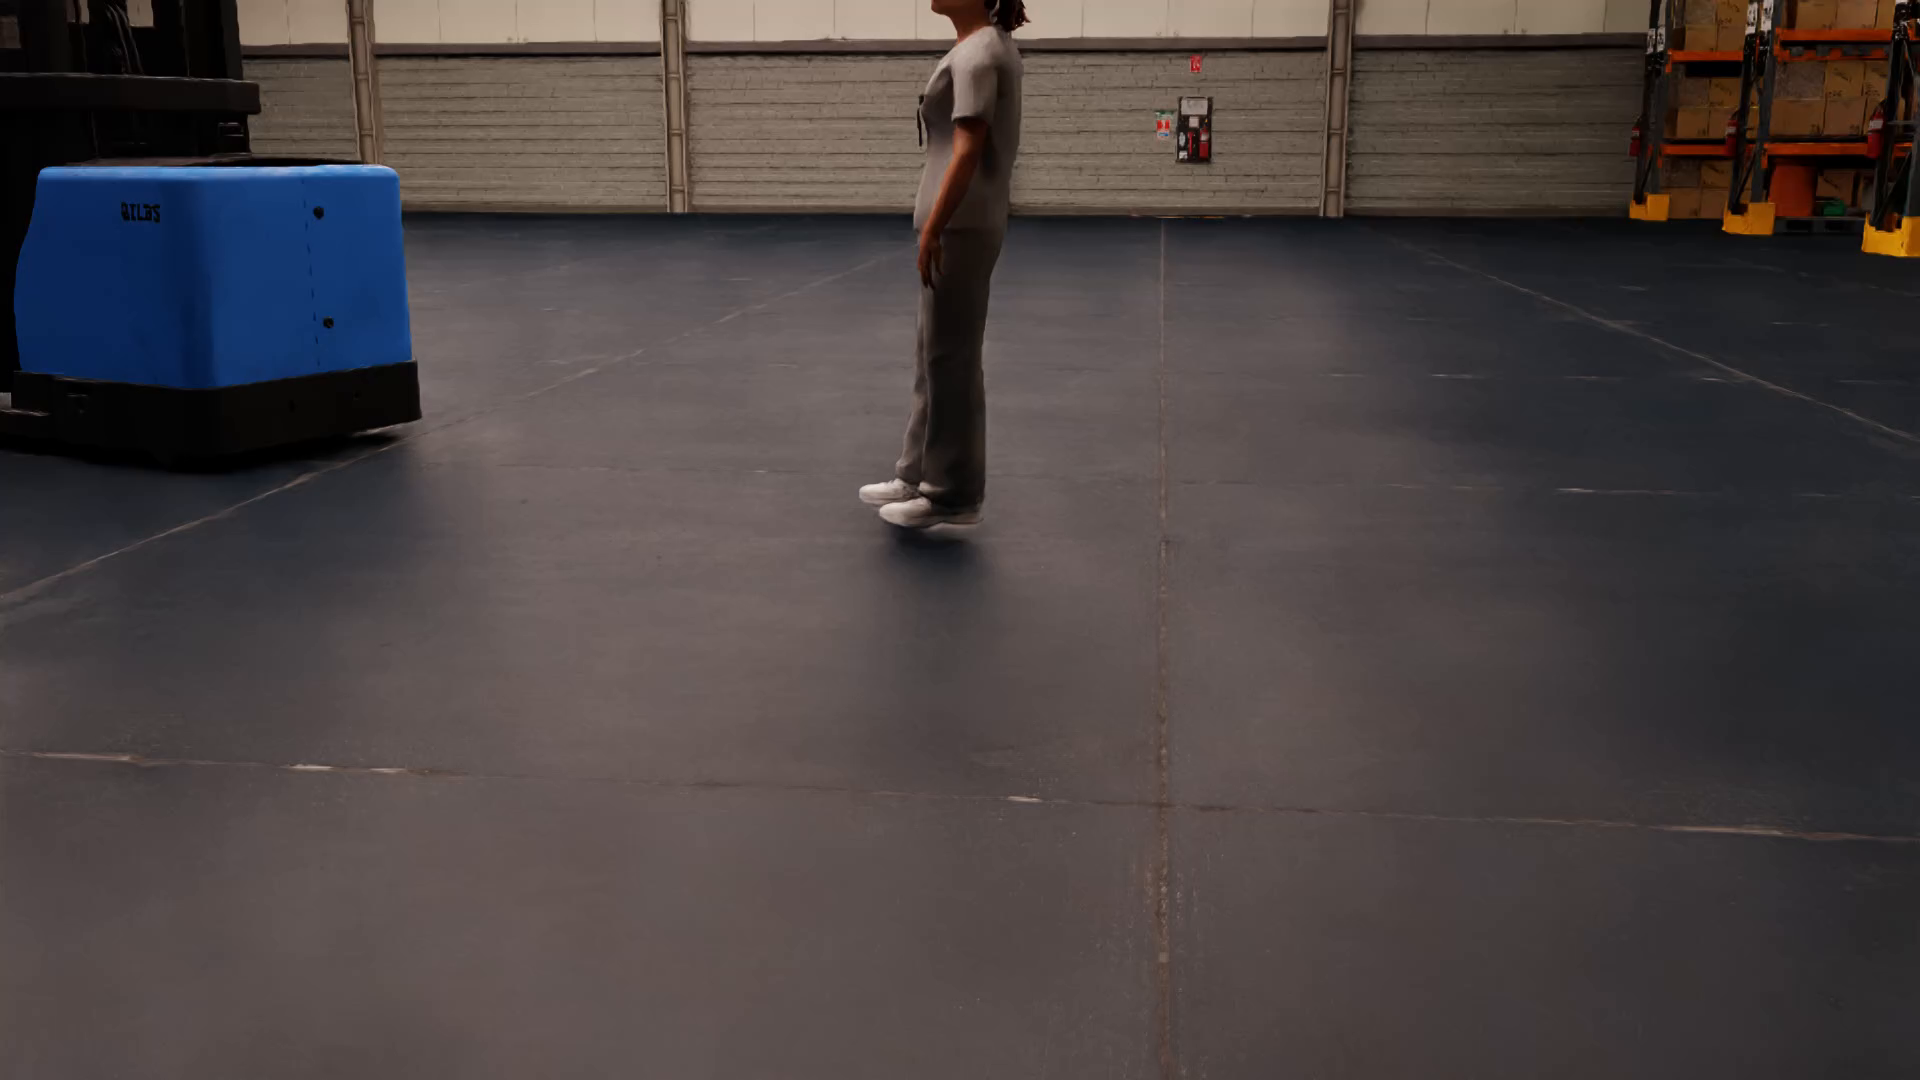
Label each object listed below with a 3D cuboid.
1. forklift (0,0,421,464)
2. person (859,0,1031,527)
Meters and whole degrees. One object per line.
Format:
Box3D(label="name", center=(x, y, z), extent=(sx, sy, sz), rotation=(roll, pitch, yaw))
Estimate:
Box3D(label="forklift", center=(-3.719, -1.920, 6.721), extent=(3.031, 2.935, 1.130), rotation=(7, 15, 29))
Box3D(label="person", center=(-0.071, -0.861, 4.767), extent=(0.549, 1.662, 0.550), rotation=(2, 13, 7))
